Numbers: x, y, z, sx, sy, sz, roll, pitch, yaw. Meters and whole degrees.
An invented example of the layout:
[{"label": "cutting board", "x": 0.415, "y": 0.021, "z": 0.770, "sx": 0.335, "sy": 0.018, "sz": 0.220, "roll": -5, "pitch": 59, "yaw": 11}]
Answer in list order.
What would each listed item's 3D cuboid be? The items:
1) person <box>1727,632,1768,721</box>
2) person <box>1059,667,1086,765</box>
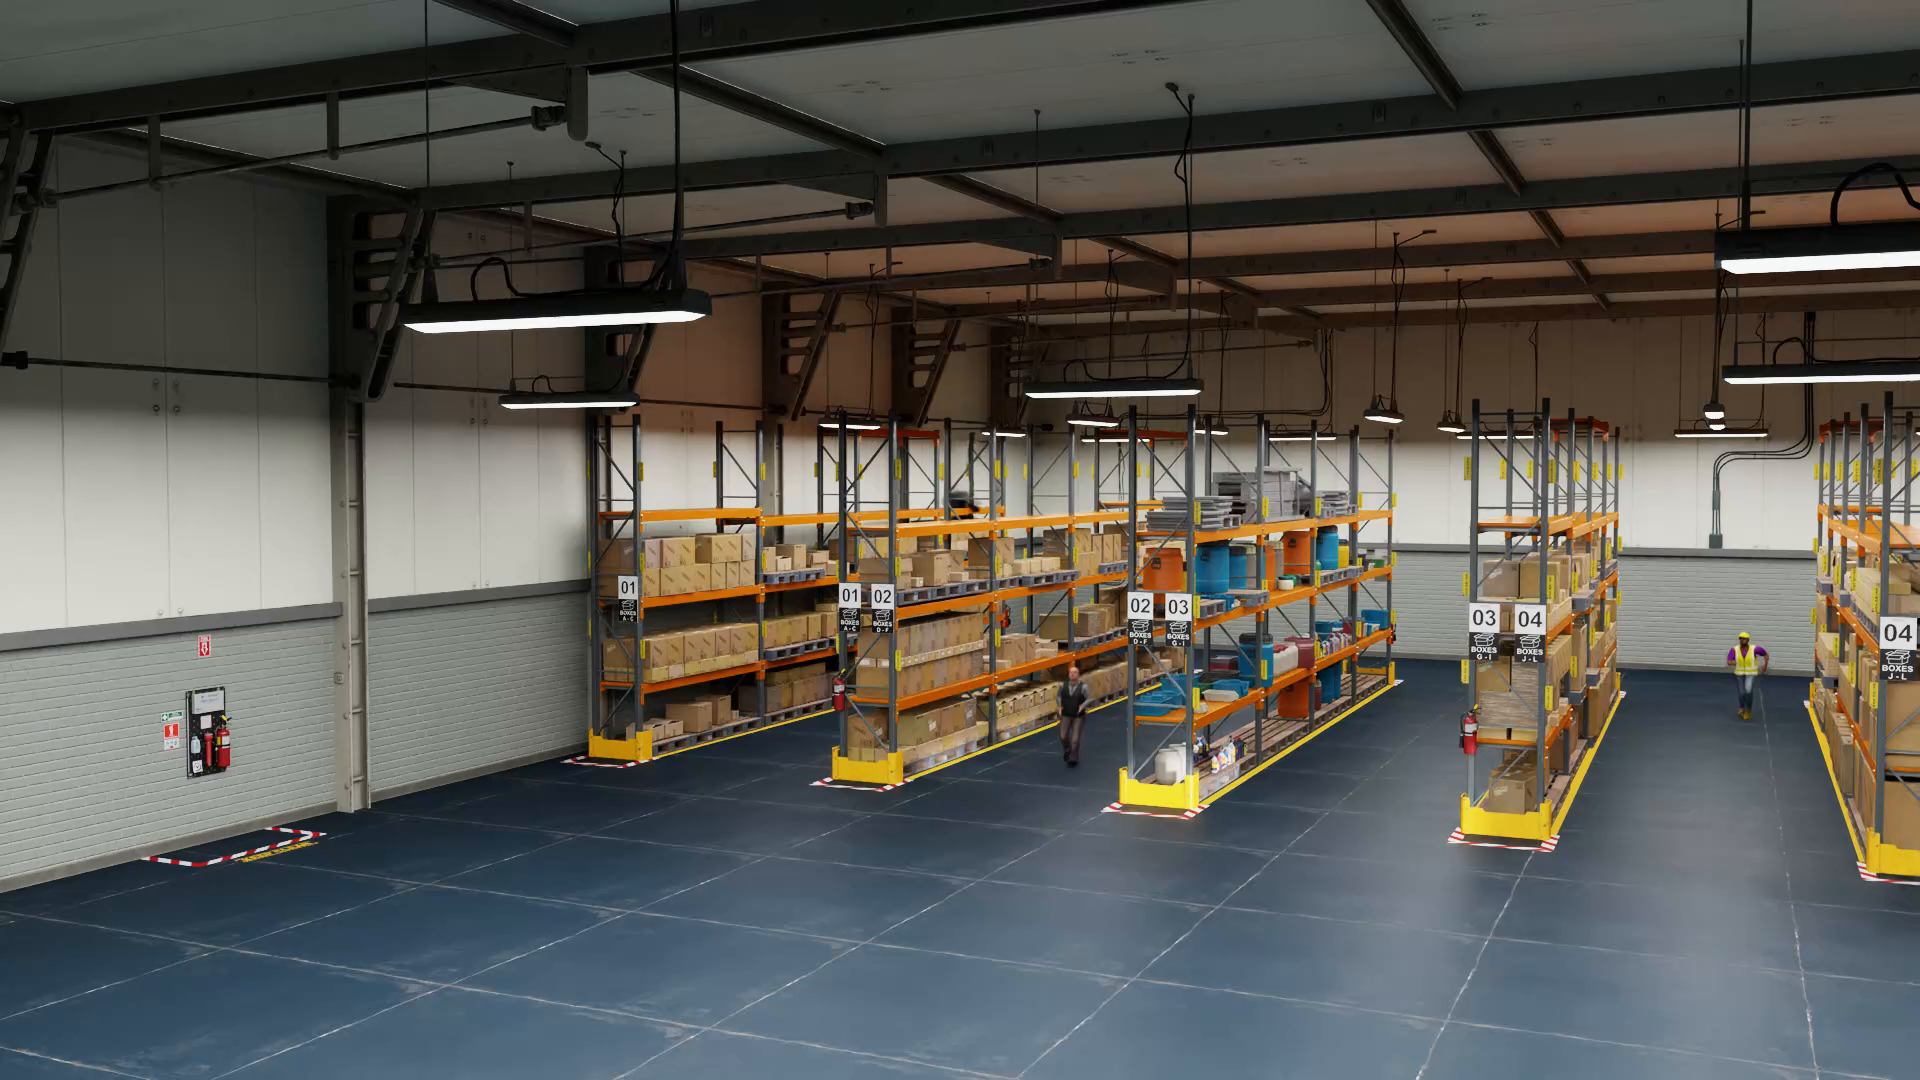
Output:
[{"label": "person", "x": 15.861, "y": 2.741, "z": 33.532, "sx": 0.709, "sy": 1.767, "sz": 0.869, "roll": 2, "pitch": 3, "yaw": 39}, {"label": "person", "x": 1.890, "y": 2.998, "z": 28.159, "sx": 0.506, "sy": 1.683, "sz": 0.569, "roll": 1, "pitch": 2, "yaw": 13}]
